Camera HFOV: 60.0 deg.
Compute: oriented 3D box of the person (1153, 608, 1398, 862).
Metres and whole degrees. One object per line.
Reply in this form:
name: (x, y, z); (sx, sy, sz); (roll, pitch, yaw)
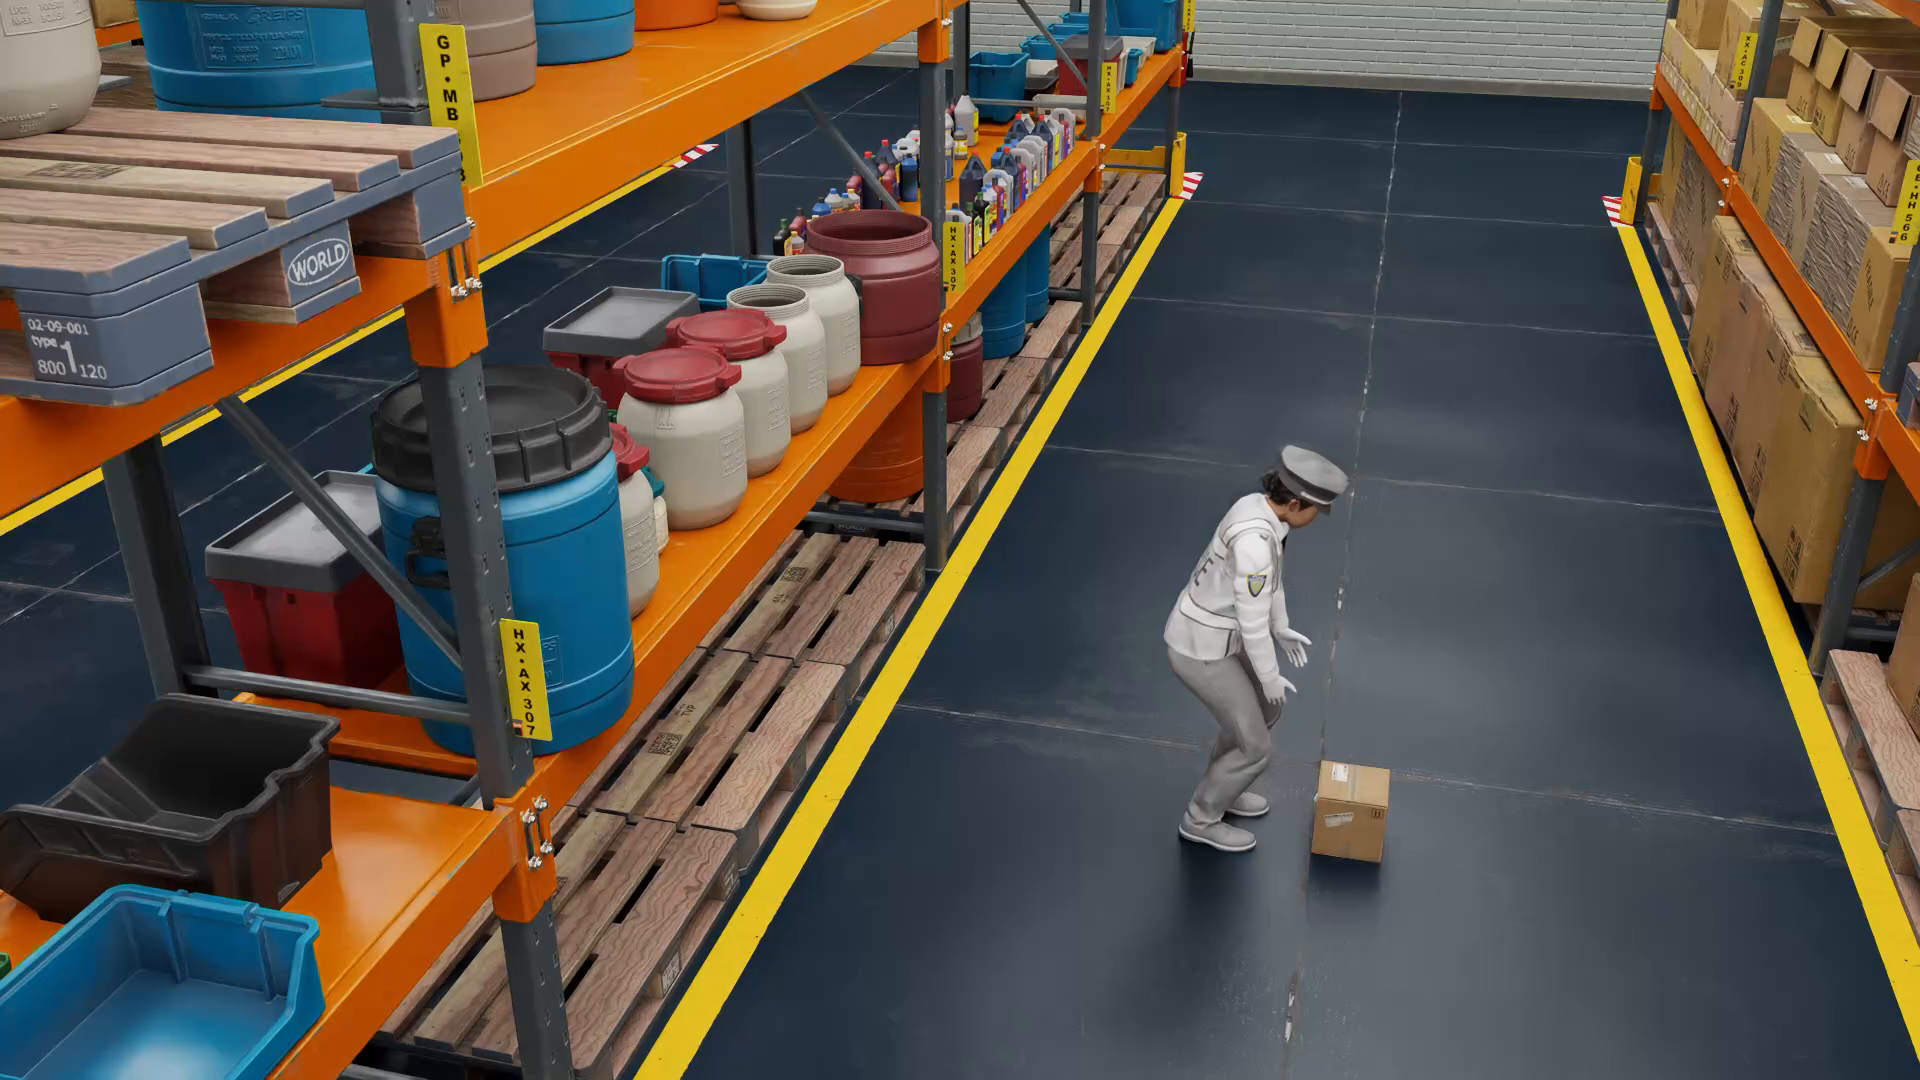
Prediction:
person: (1.139, 0.707, 6.080); (0.885, 0.851, 0.453); (5, 26, 11)
